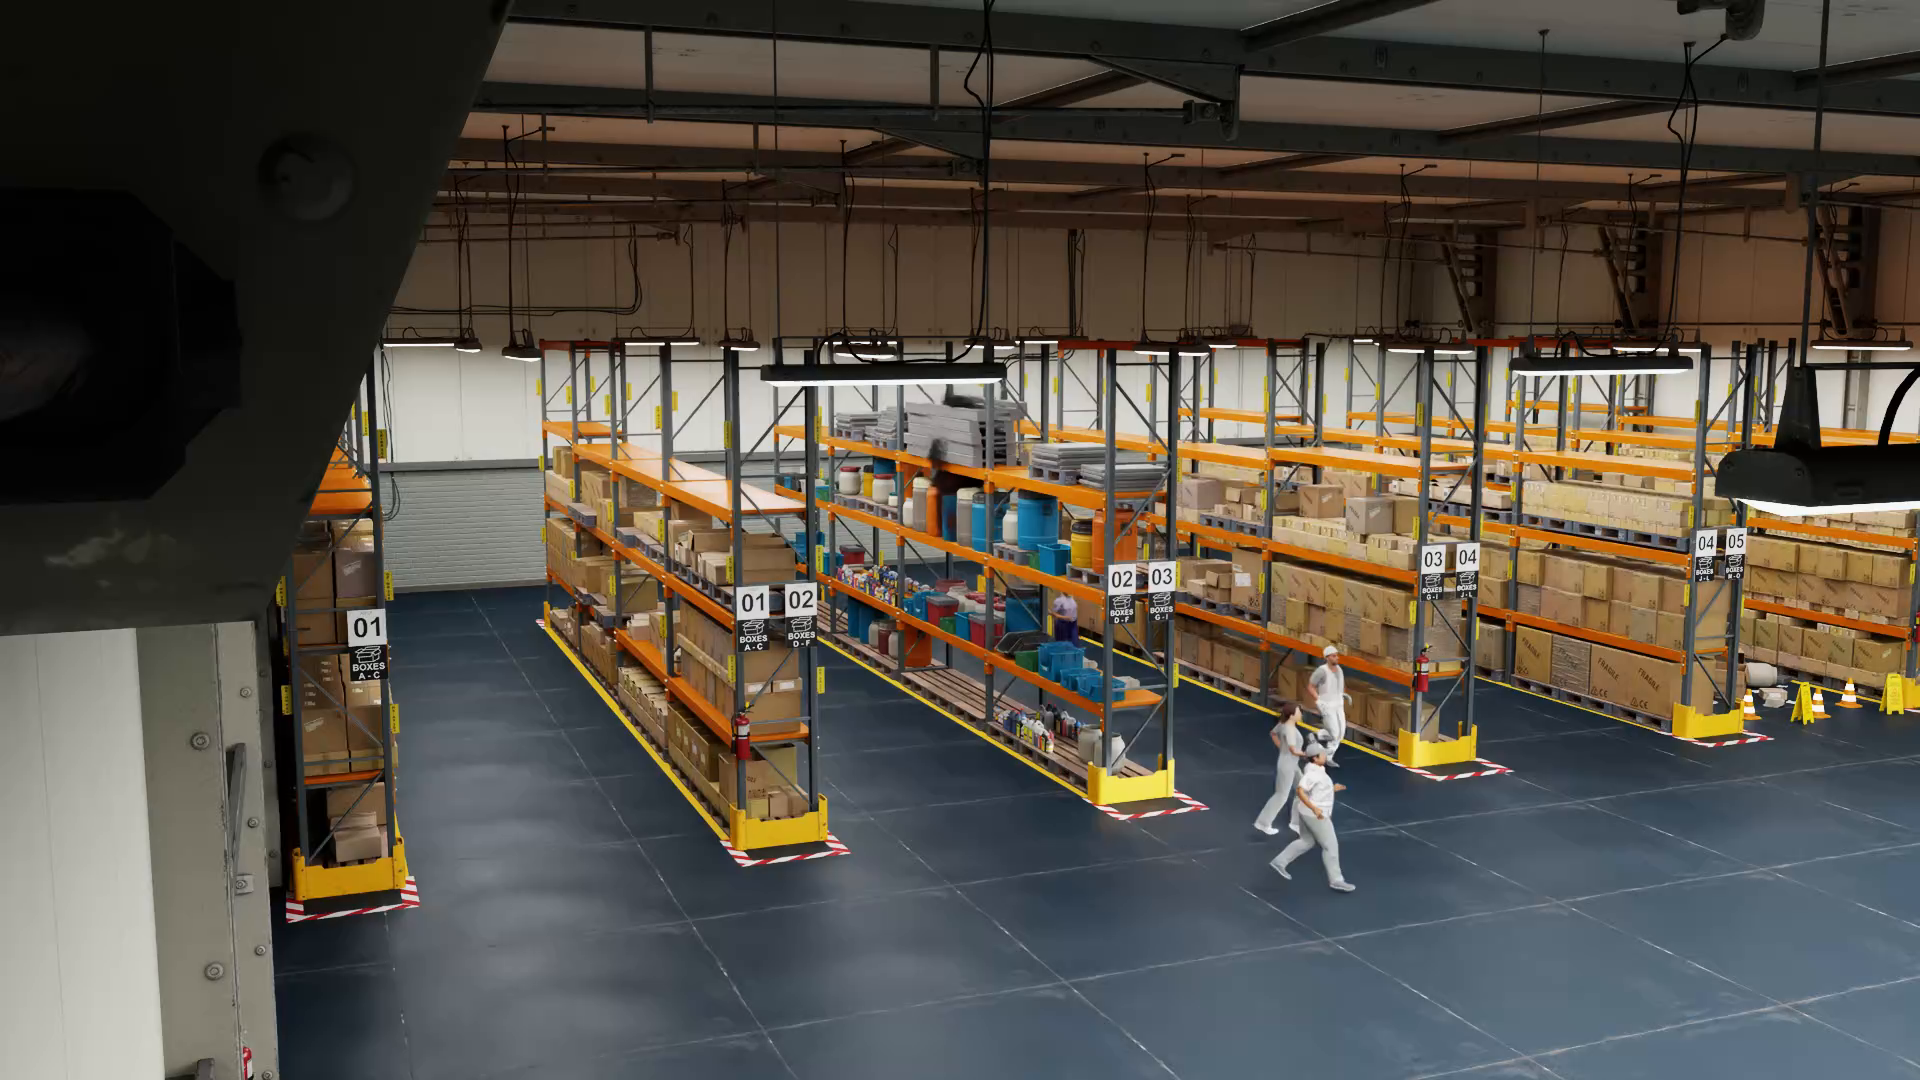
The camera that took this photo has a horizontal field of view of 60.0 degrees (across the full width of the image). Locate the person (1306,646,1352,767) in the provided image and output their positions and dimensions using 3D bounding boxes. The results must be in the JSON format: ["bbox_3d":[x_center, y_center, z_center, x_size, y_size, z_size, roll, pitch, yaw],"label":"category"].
[{"bbox_3d":[5.301,2.376,23.882,0.642,1.735,0.600,-5,9,-34],"label":"person"}]

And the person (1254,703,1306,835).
[{"bbox_3d":[4.028,2.852,20.514,0.761,1.729,0.577,1,8,9],"label":"person"}]

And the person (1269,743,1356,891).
[{"bbox_3d":[3.962,3.080,18.600,0.943,1.653,0.605,0,7,2],"label":"person"}]

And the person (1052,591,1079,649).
[{"bbox_3d":[1.920,1.591,30.261,0.608,1.645,0.896,-5,9,-35],"label":"person"}]
